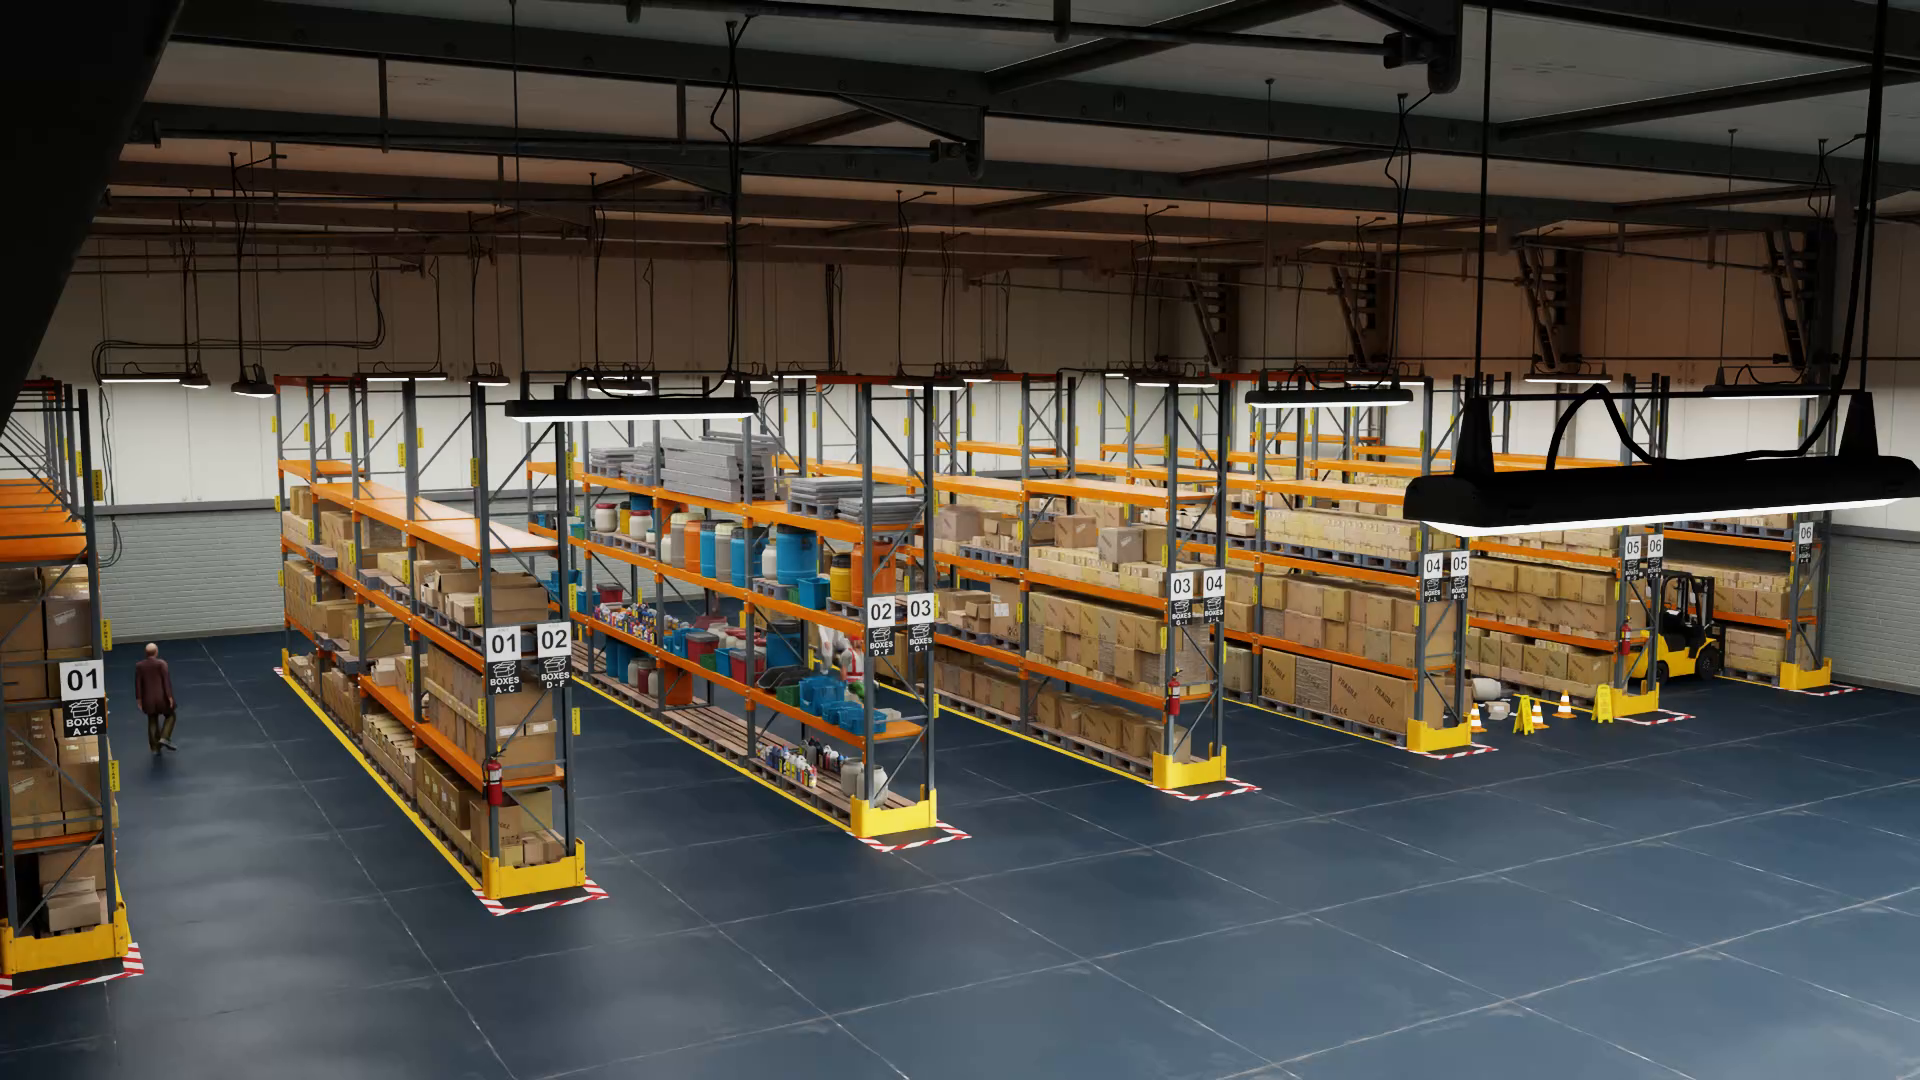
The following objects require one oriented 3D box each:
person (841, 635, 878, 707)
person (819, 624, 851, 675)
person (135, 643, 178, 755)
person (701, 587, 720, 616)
[{"bbox_3d":[-1.588,2.310,27.409,0.563,1.587,0.673,-6,9,-44],"label":"person"},{"bbox_3d":[-2.397,1.857,31.579,0.599,1.511,1.151,-3,7,-26],"label":"person"},{"bbox_3d":[-12.870,2.534,26.589,0.607,1.770,0.544,-1,6,-11],"label":"person"},{"bbox_3d":[-5.861,1.232,38.905,0.711,1.706,0.602,-4,7,-30],"label":"person"}]
